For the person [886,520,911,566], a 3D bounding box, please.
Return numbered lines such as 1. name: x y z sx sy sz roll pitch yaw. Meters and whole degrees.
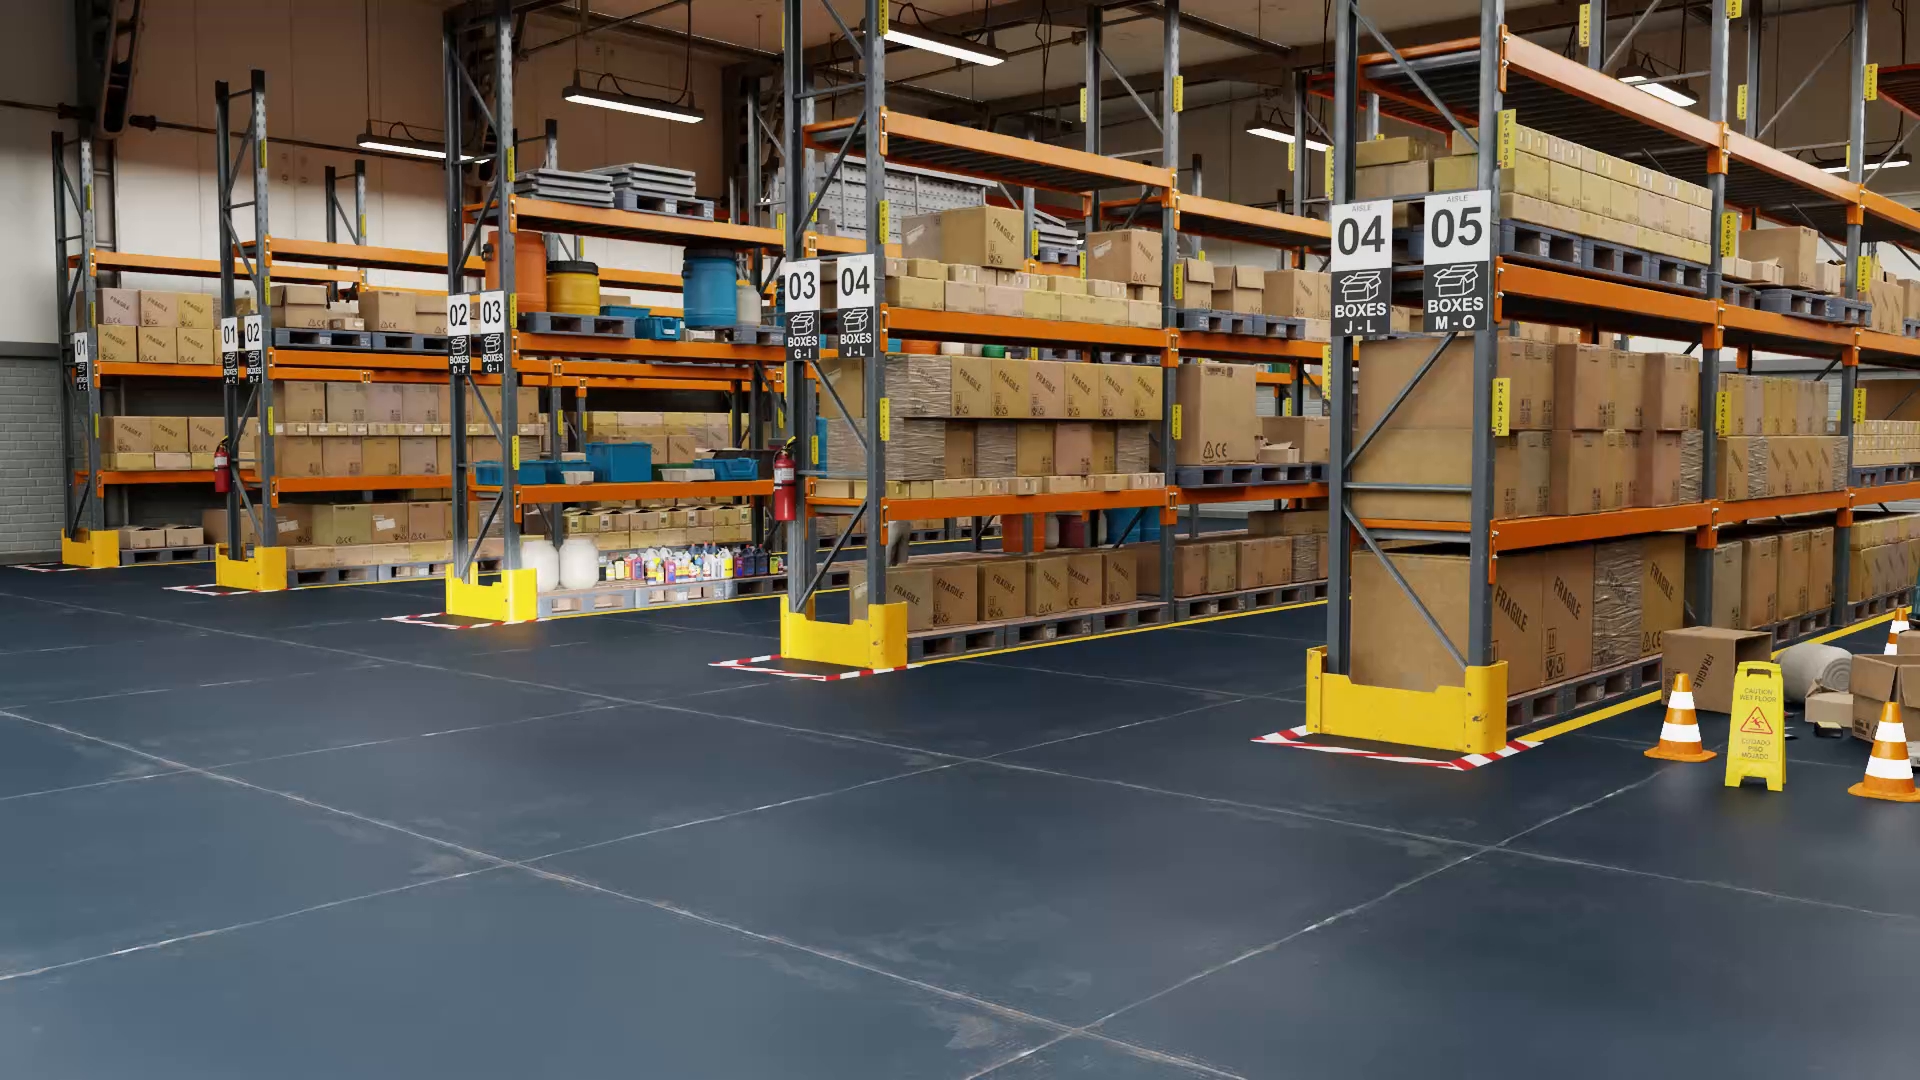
1. person: -0.694 -0.059 16.385 0.409 1.673 0.514 3 5 38
